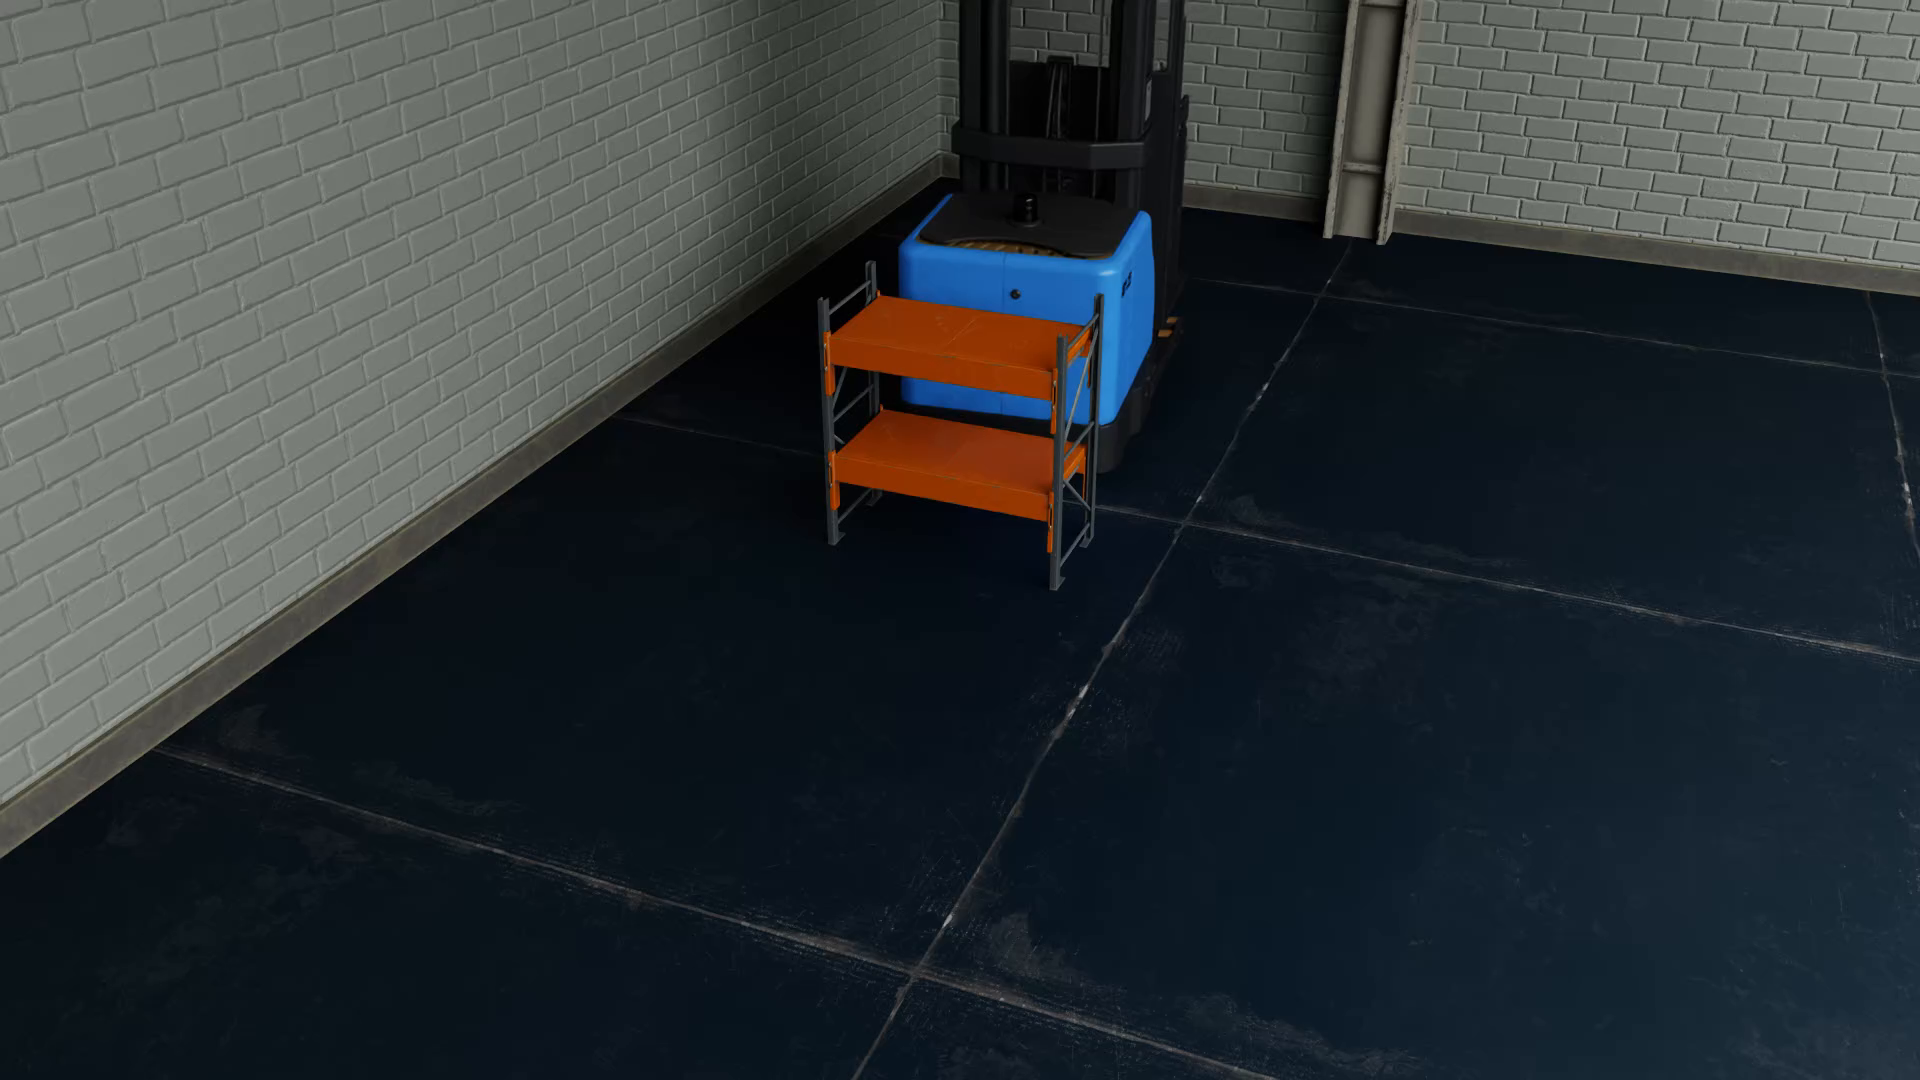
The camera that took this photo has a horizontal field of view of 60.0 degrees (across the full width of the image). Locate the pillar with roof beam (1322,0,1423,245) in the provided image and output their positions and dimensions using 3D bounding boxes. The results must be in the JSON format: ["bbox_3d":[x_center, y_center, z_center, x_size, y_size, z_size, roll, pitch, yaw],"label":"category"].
[{"bbox_3d":[0.952,-3.935,5.067,0.400,9.000,9.100,11,31,19],"label":"pillar with roof beam"}]

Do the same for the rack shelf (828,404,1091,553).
[{"bbox_3d":[0.006,-0.276,7.091,1.000,0.278,0.538,11,31,19],"label":"rack shelf"}]

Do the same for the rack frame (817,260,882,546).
[{"bbox_3d":[-0.465,-0.582,7.137,0.032,1.125,0.500,11,31,19],"label":"rack frame"}]

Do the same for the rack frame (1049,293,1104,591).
[{"bbox_3d":[0.477,-0.394,6.805,0.032,1.125,0.500,11,31,19],"label":"rack frame"}]

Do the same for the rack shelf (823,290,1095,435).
[{"bbox_3d":[0.006,-0.743,6.827,1.000,0.278,0.538,11,31,19],"label":"rack shelf"}]

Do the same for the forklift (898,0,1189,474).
[{"bbox_3d":[0.601,-2.290,8.323,1.130,2.935,3.031,8,30,14],"label":"forklift"}]

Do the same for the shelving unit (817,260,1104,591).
[{"bbox_3d":[0.006,-0.488,6.971,1.048,1.125,0.538,11,31,19],"label":"shelving unit"}]
